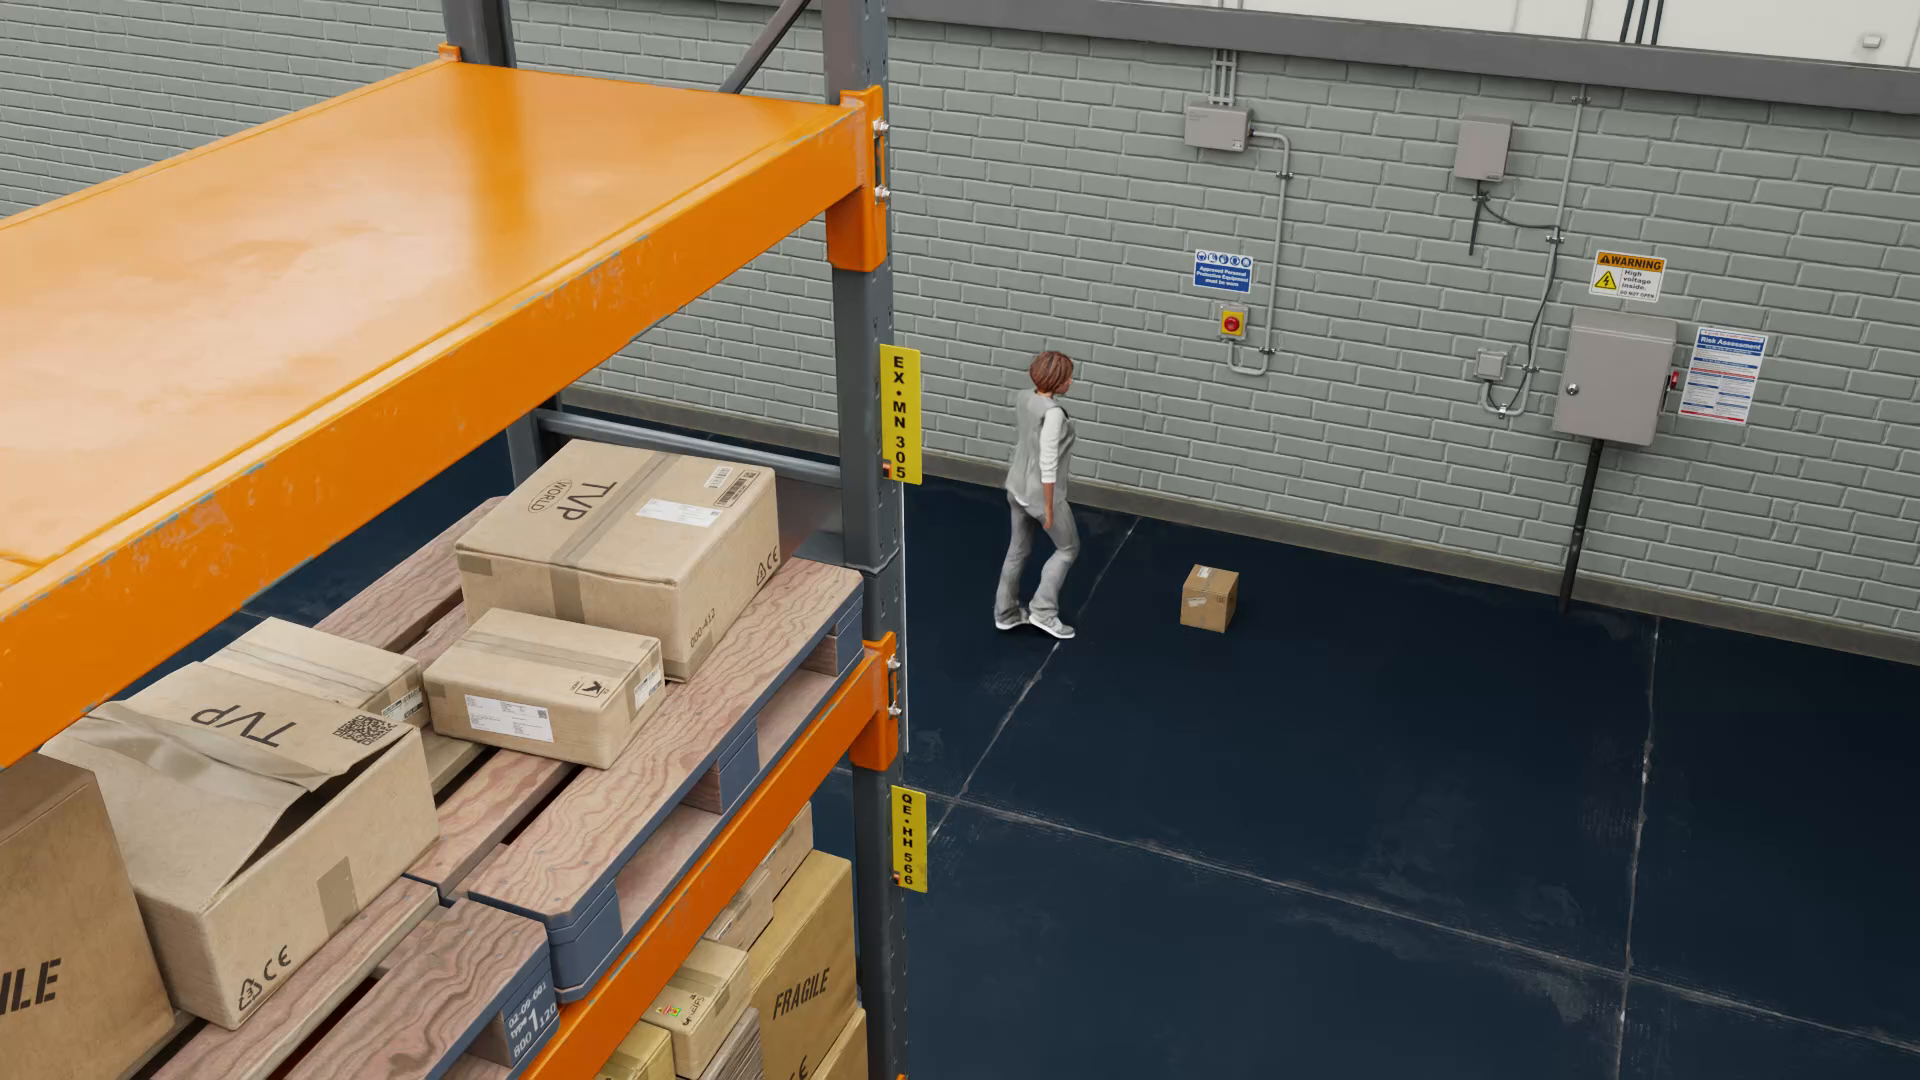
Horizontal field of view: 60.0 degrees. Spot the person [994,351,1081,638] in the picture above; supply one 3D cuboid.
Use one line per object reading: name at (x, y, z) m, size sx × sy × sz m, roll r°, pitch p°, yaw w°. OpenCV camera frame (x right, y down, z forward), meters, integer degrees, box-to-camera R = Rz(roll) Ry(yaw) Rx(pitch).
person at (0.394, -0.221, 8.758) m, size 0.431 × 1.601 × 0.449 m, roll -17°, pitch 34°, yaw -26°
